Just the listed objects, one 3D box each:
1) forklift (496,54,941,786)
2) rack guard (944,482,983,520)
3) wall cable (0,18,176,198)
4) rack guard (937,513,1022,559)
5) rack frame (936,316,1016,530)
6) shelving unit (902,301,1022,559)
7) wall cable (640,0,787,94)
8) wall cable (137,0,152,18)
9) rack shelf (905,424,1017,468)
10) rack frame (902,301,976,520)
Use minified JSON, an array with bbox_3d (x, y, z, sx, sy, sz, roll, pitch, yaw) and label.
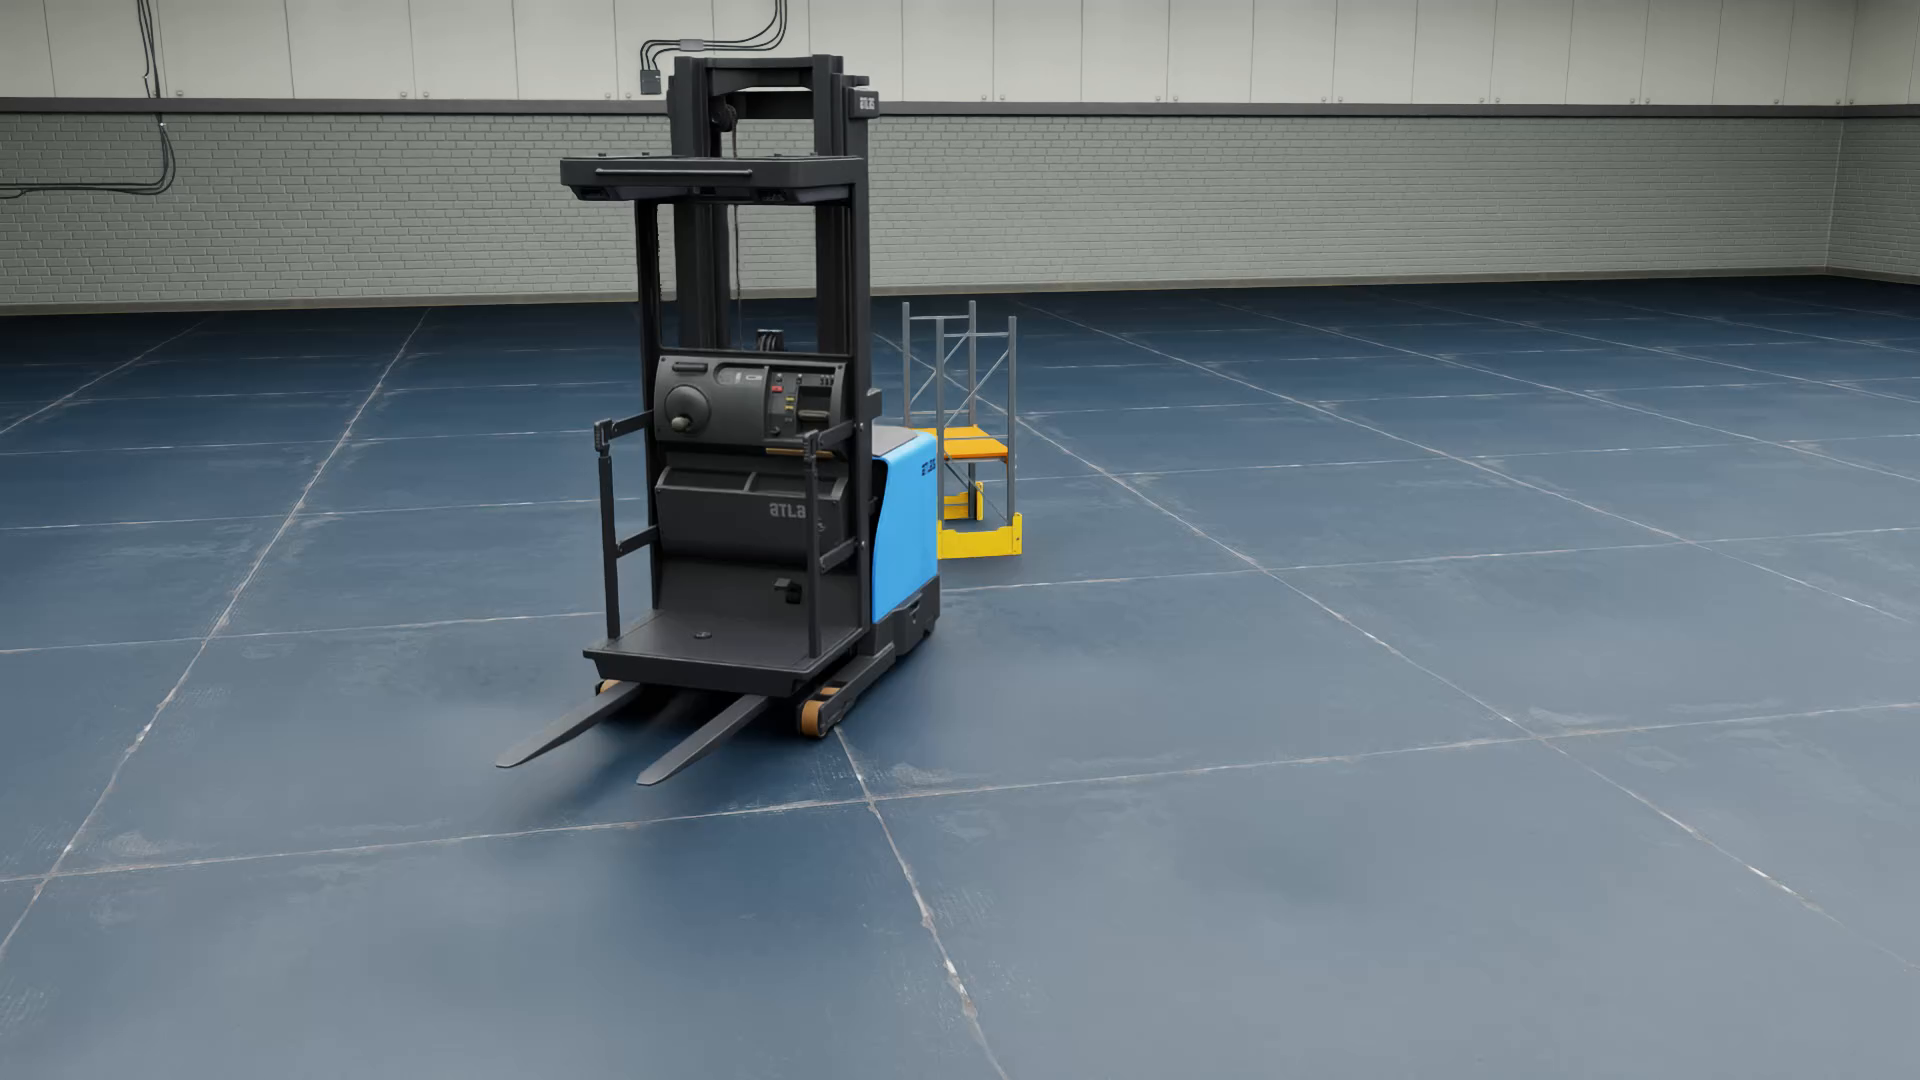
[{"bbox_3d":[-1.028,-0.657,7.442,1.130,2.935,3.031,4,14,17],"label":"forklift"},{"bbox_3d":[-0.135,-0.254,11.440,0.587,0.250,0.087,-3,14,-13],"label":"rack guard"},{"bbox_3d":[-13.047,-6.207,23.916,3.097,2.526,0.112,-3,14,-13],"label":"wall cable"},{"bbox_3d":[0.099,-0.024,10.499,0.587,0.250,0.087,-3,14,-13],"label":"rack guard"},{"bbox_3d":[0.099,-0.631,10.350,0.500,1.500,0.032,-3,14,-13],"label":"rack frame"},{"bbox_3d":[-0.018,-0.746,10.821,0.587,1.500,1.083,-3,14,-13],"label":"shelving unit"},{"bbox_3d":[-3.815,-9.893,25.295,2.305,6.003,0.169,-3,14,-13],"label":"wall cable"},{"bbox_3d":[-10.417,-8.811,23.934,3.097,2.526,0.112,-3,14,-13],"label":"wall cable"},{"bbox_3d":[-0.020,-0.574,10.872,0.538,0.185,1.000,-3,14,-13],"label":"rack shelf"},{"bbox_3d":[-0.139,-0.866,11.310,0.500,1.500,0.032,-3,14,-13],"label":"rack frame"}]
